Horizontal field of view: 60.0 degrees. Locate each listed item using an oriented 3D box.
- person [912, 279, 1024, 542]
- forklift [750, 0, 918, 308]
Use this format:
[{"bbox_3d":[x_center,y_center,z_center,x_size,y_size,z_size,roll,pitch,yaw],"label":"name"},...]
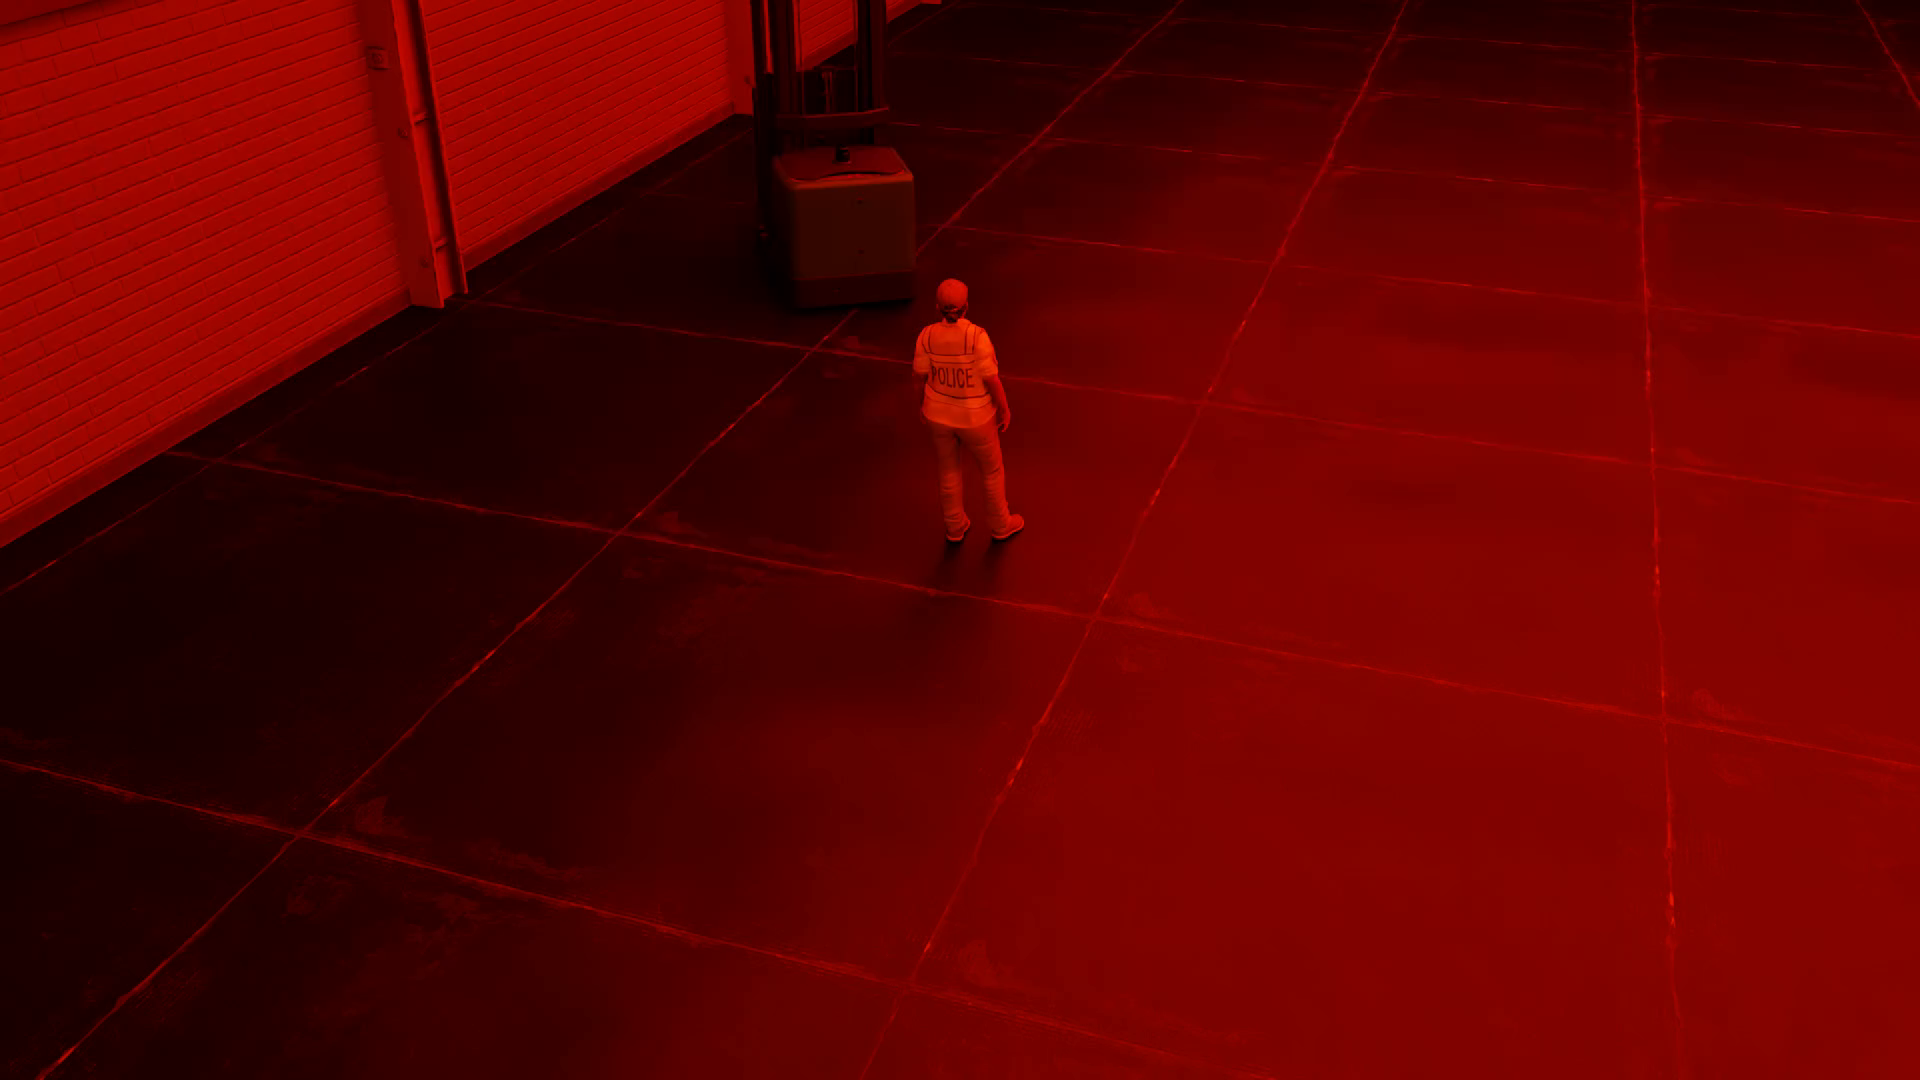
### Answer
[{"bbox_3d":[0.047,-0.762,9.736,0.598,1.670,0.529,10,31,16],"label":"person"},{"bbox_3d":[-1.190,-3.825,13.847,1.130,2.935,3.031,-7,30,-12],"label":"forklift"}]
